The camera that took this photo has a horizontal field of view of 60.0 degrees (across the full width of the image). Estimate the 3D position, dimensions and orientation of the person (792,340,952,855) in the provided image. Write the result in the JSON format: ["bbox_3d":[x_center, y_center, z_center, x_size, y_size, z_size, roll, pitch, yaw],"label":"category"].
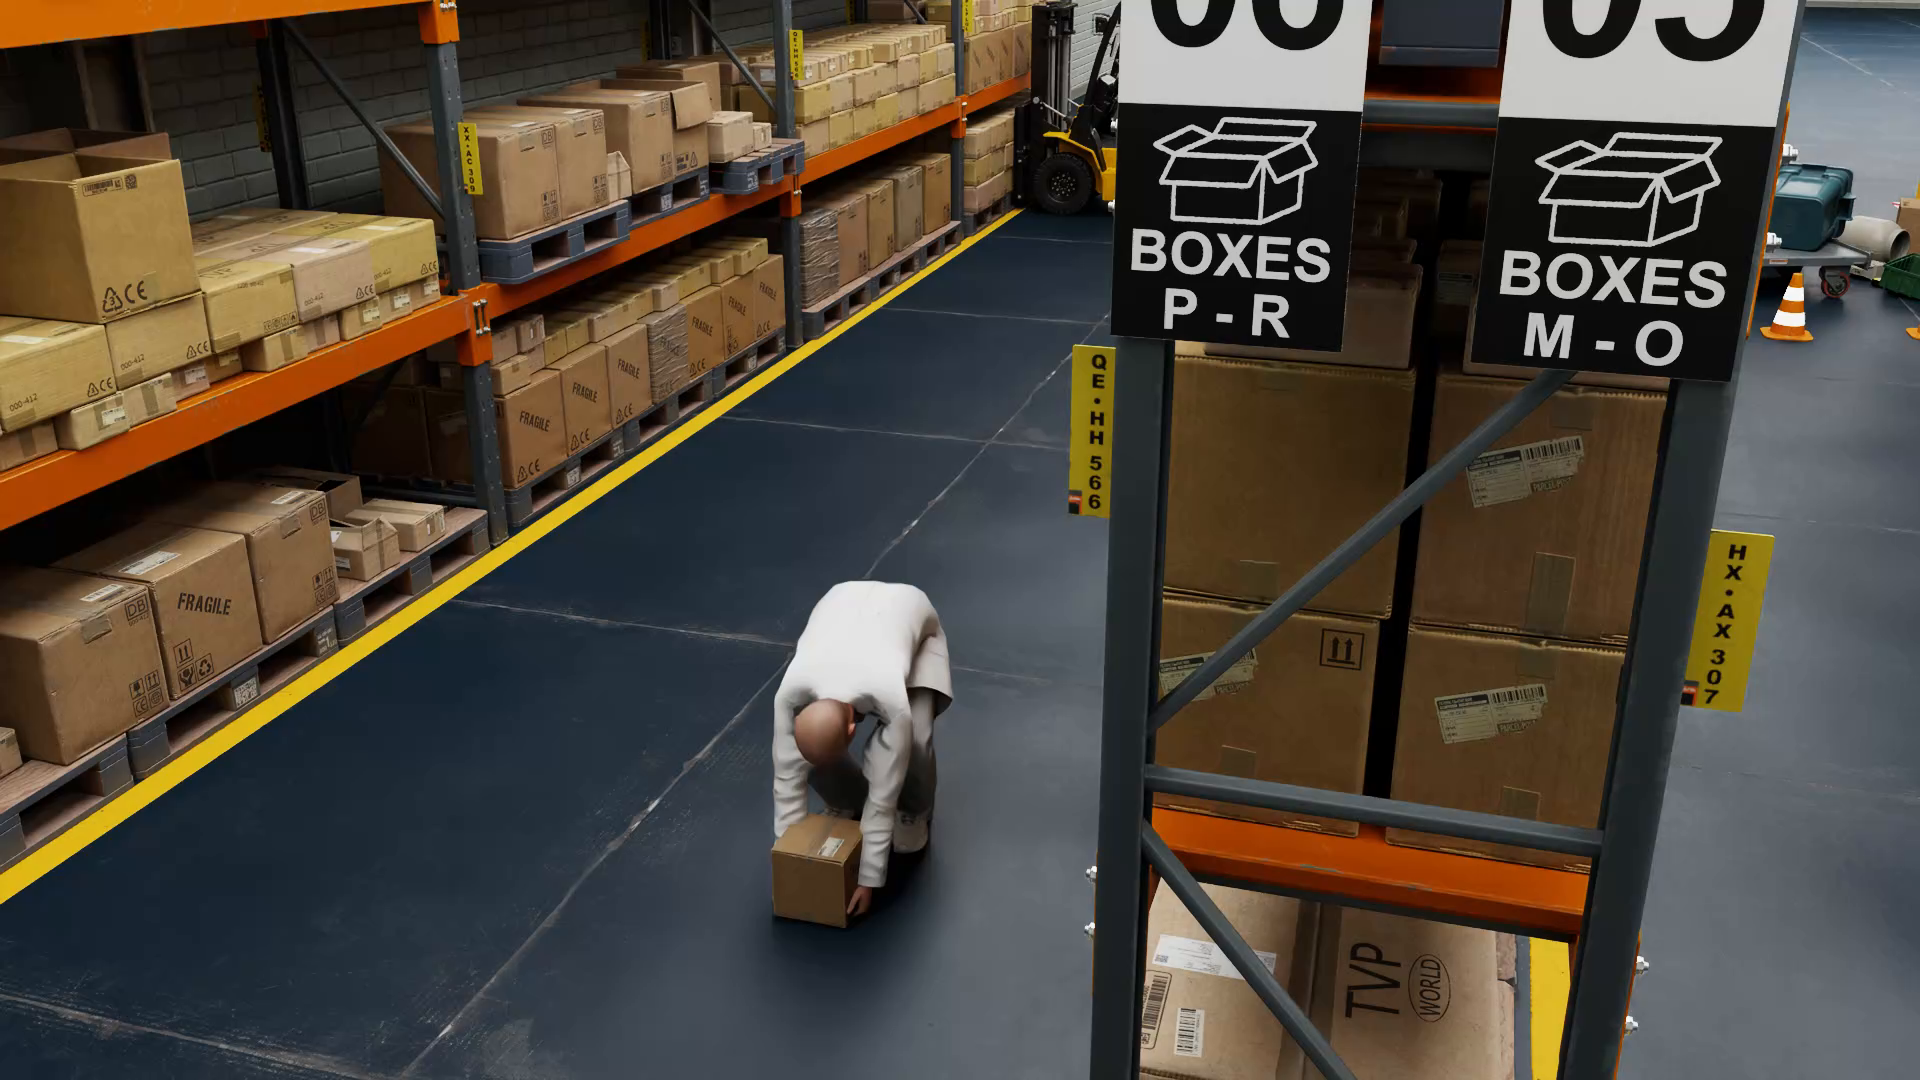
[{"bbox_3d":[-0.311,0.226,5.544,0.524,1.781,0.563,6,22,15],"label":"person"}]
